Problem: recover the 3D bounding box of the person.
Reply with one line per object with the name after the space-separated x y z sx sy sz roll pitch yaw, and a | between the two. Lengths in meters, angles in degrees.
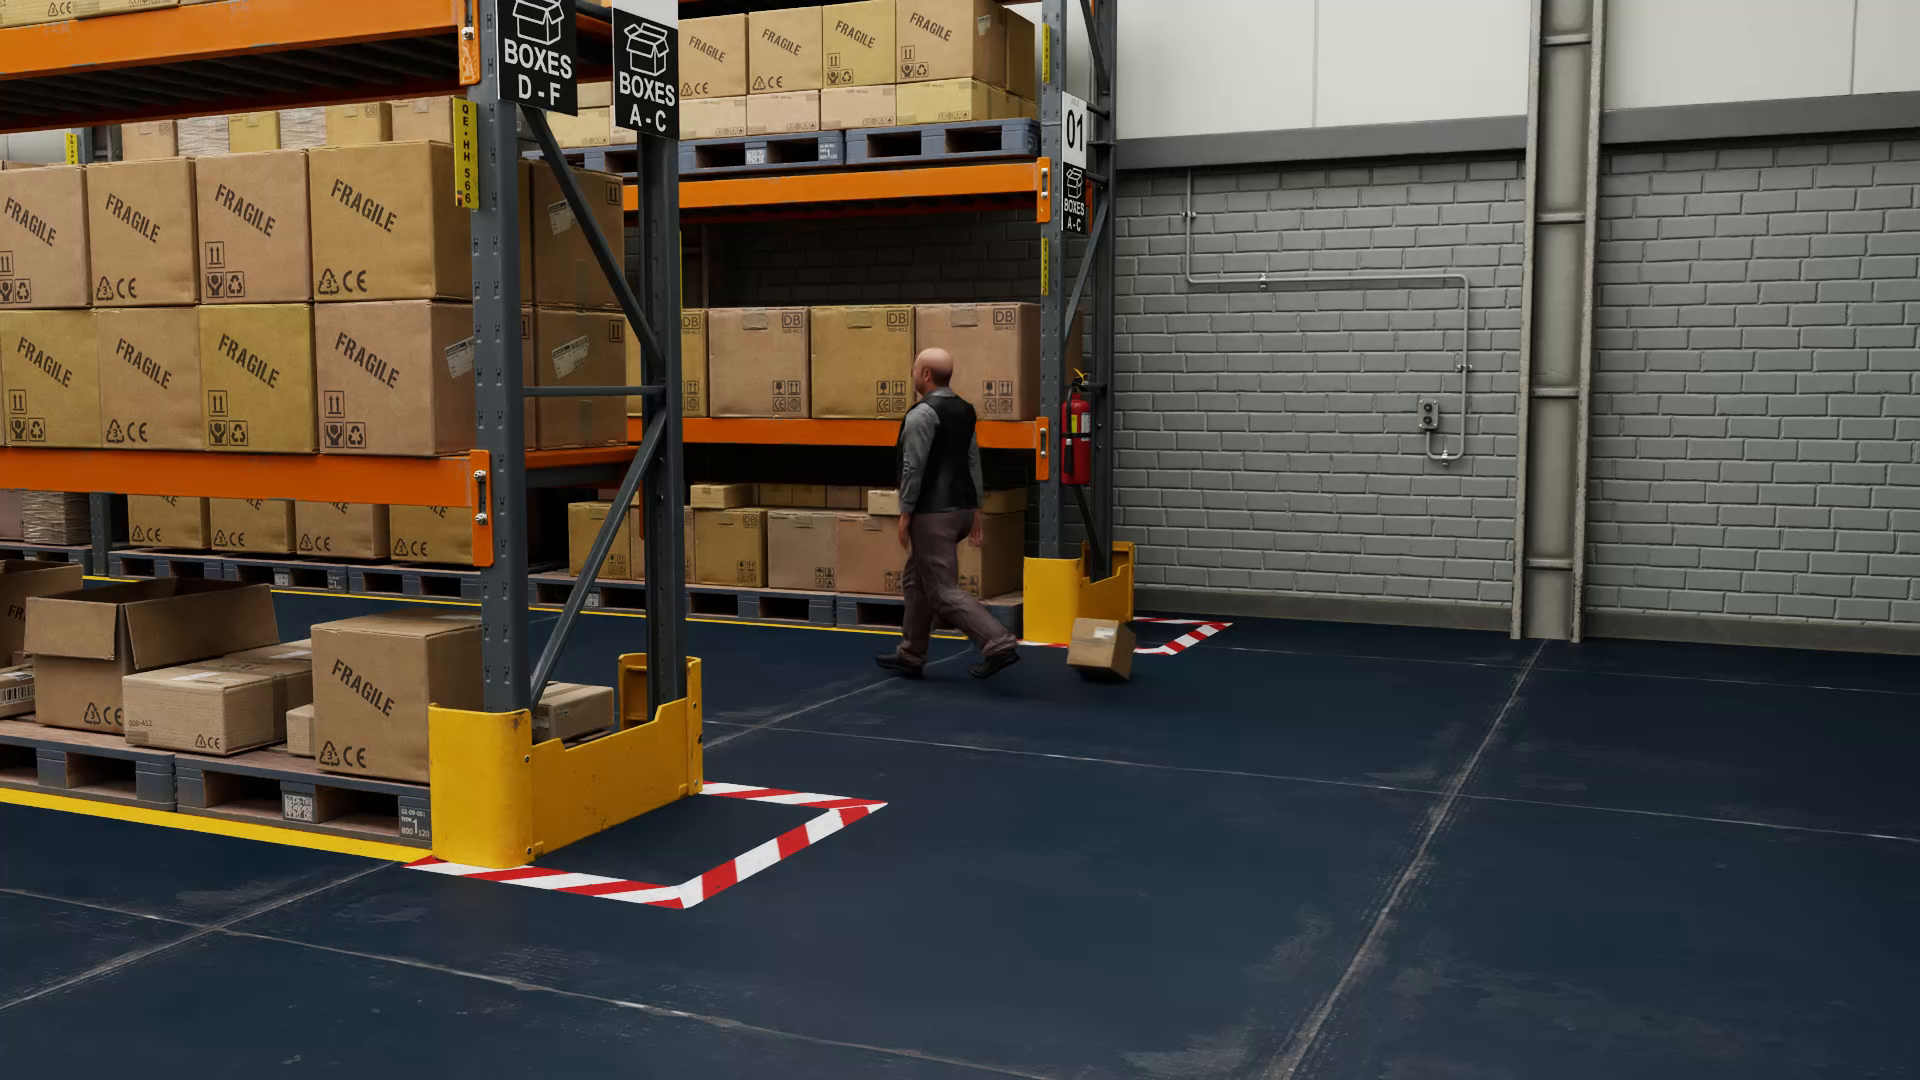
-0.089 -0.118 8.391 0.968 1.693 0.537 3 6 28 | person
